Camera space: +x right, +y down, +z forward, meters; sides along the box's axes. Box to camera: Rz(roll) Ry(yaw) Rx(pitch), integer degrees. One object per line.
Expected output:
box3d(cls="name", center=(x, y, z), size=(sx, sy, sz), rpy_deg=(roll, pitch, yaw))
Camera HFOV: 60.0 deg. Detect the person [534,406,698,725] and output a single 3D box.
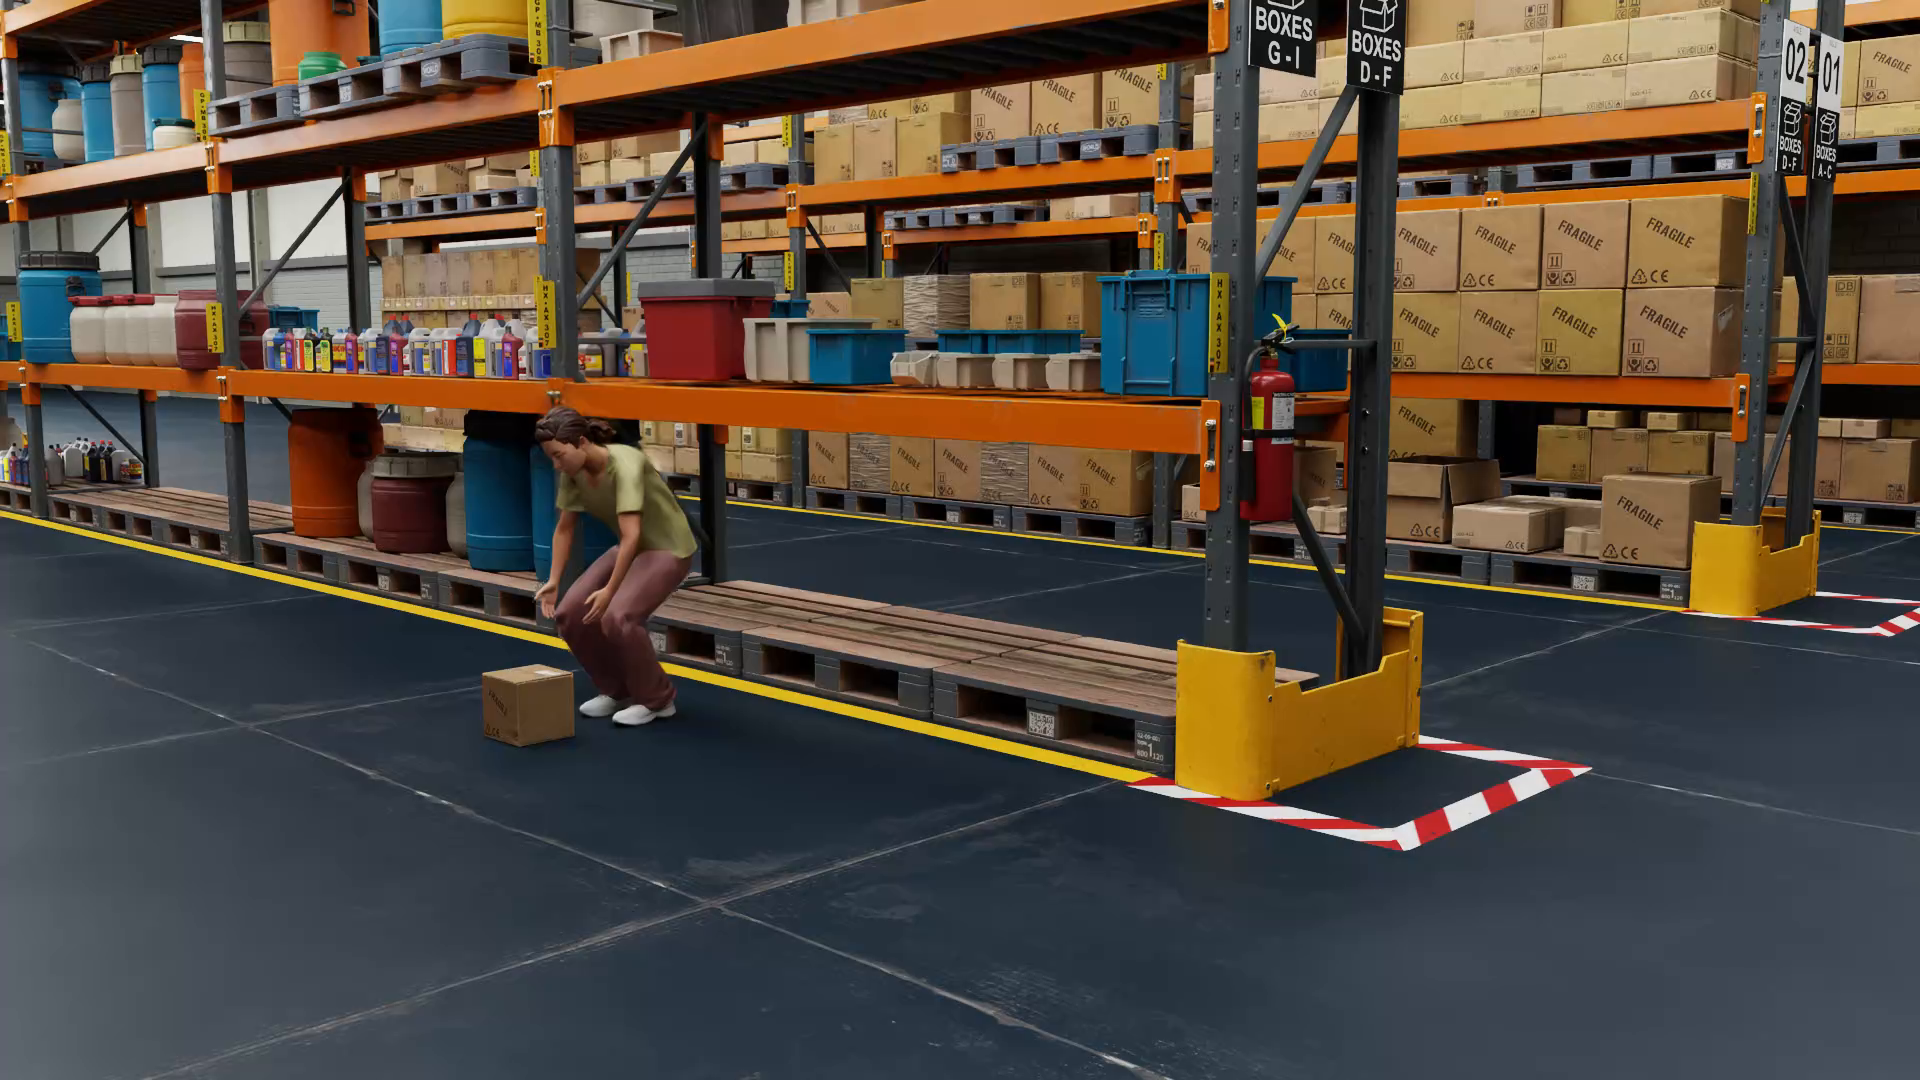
box3d(cls="person", center=(-1.362, 0.097, 6.622), size=(0.511, 1.275, 0.696), rpy_deg=(7, 10, 43))
